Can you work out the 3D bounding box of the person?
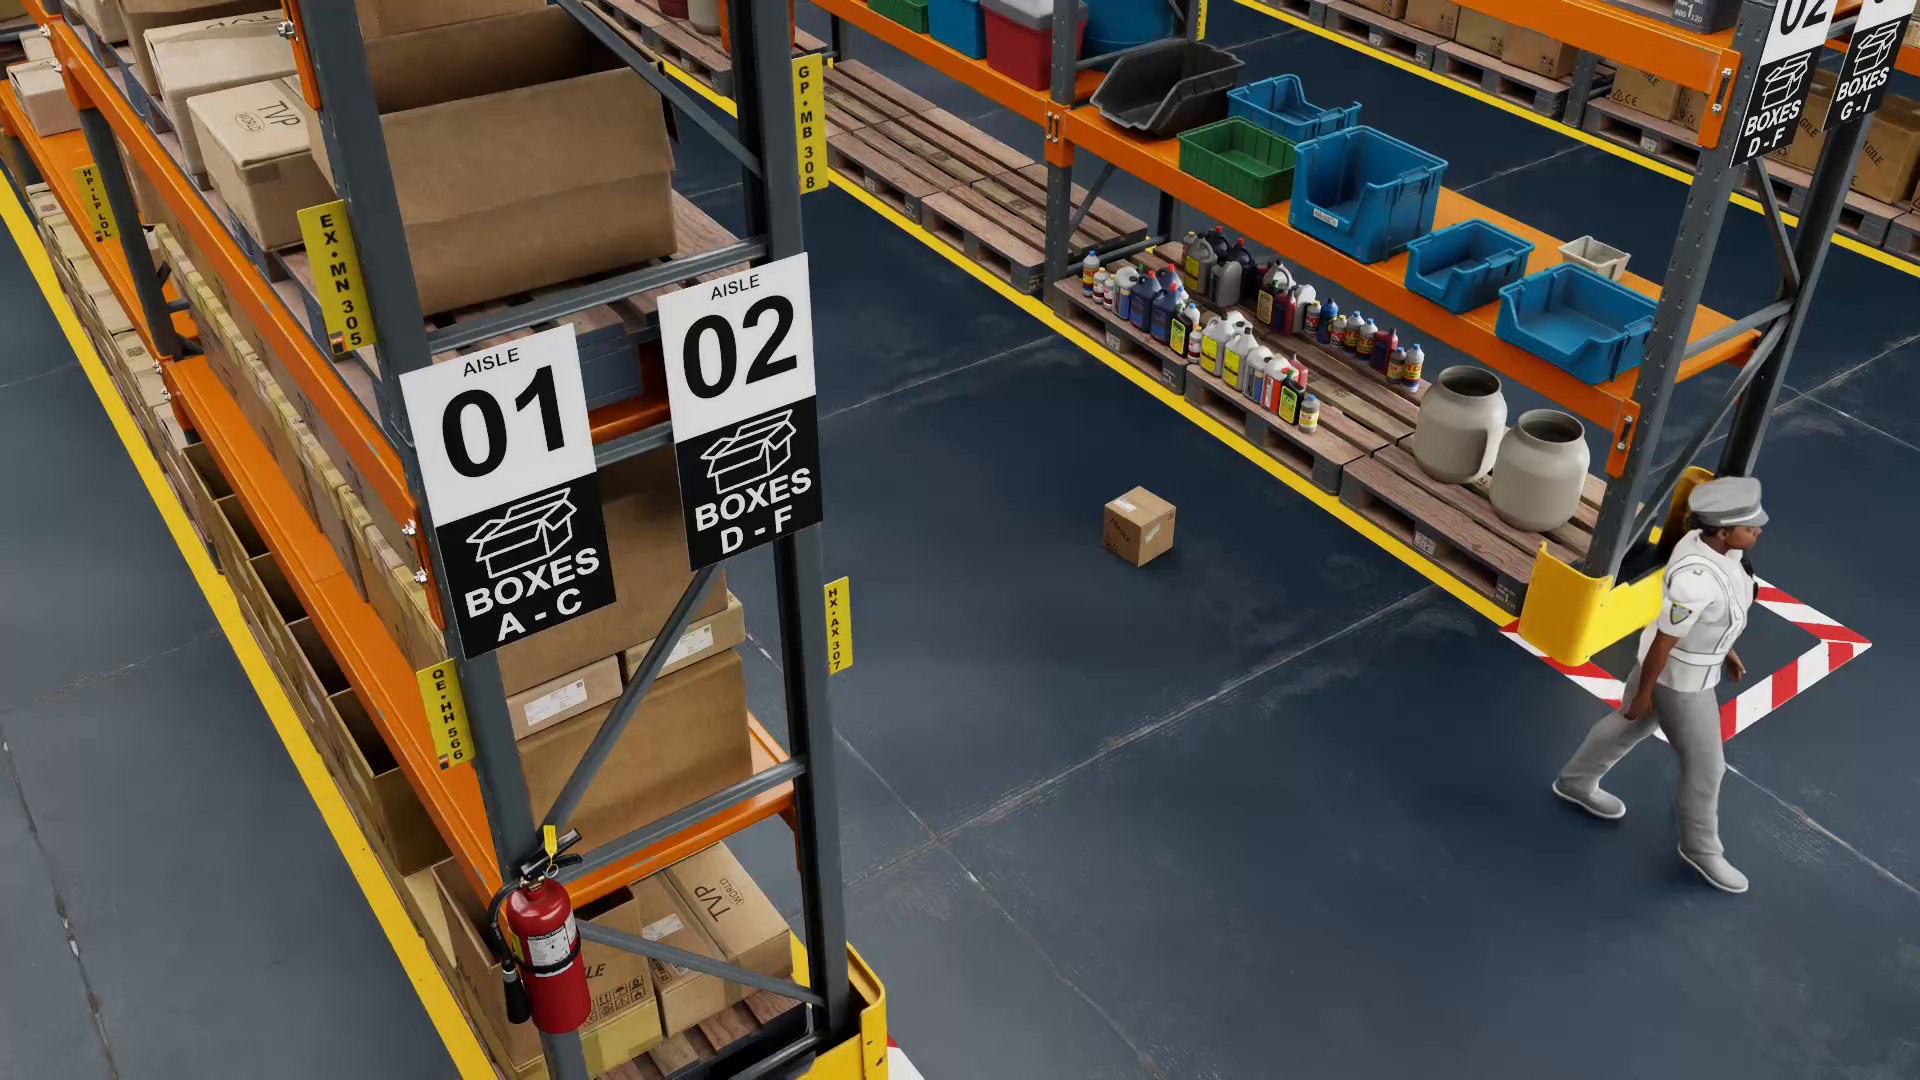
[{"bbox_3d":[2.812,0.501,6.286,0.788,1.686,0.462,17,40,21],"label":"person"}]
